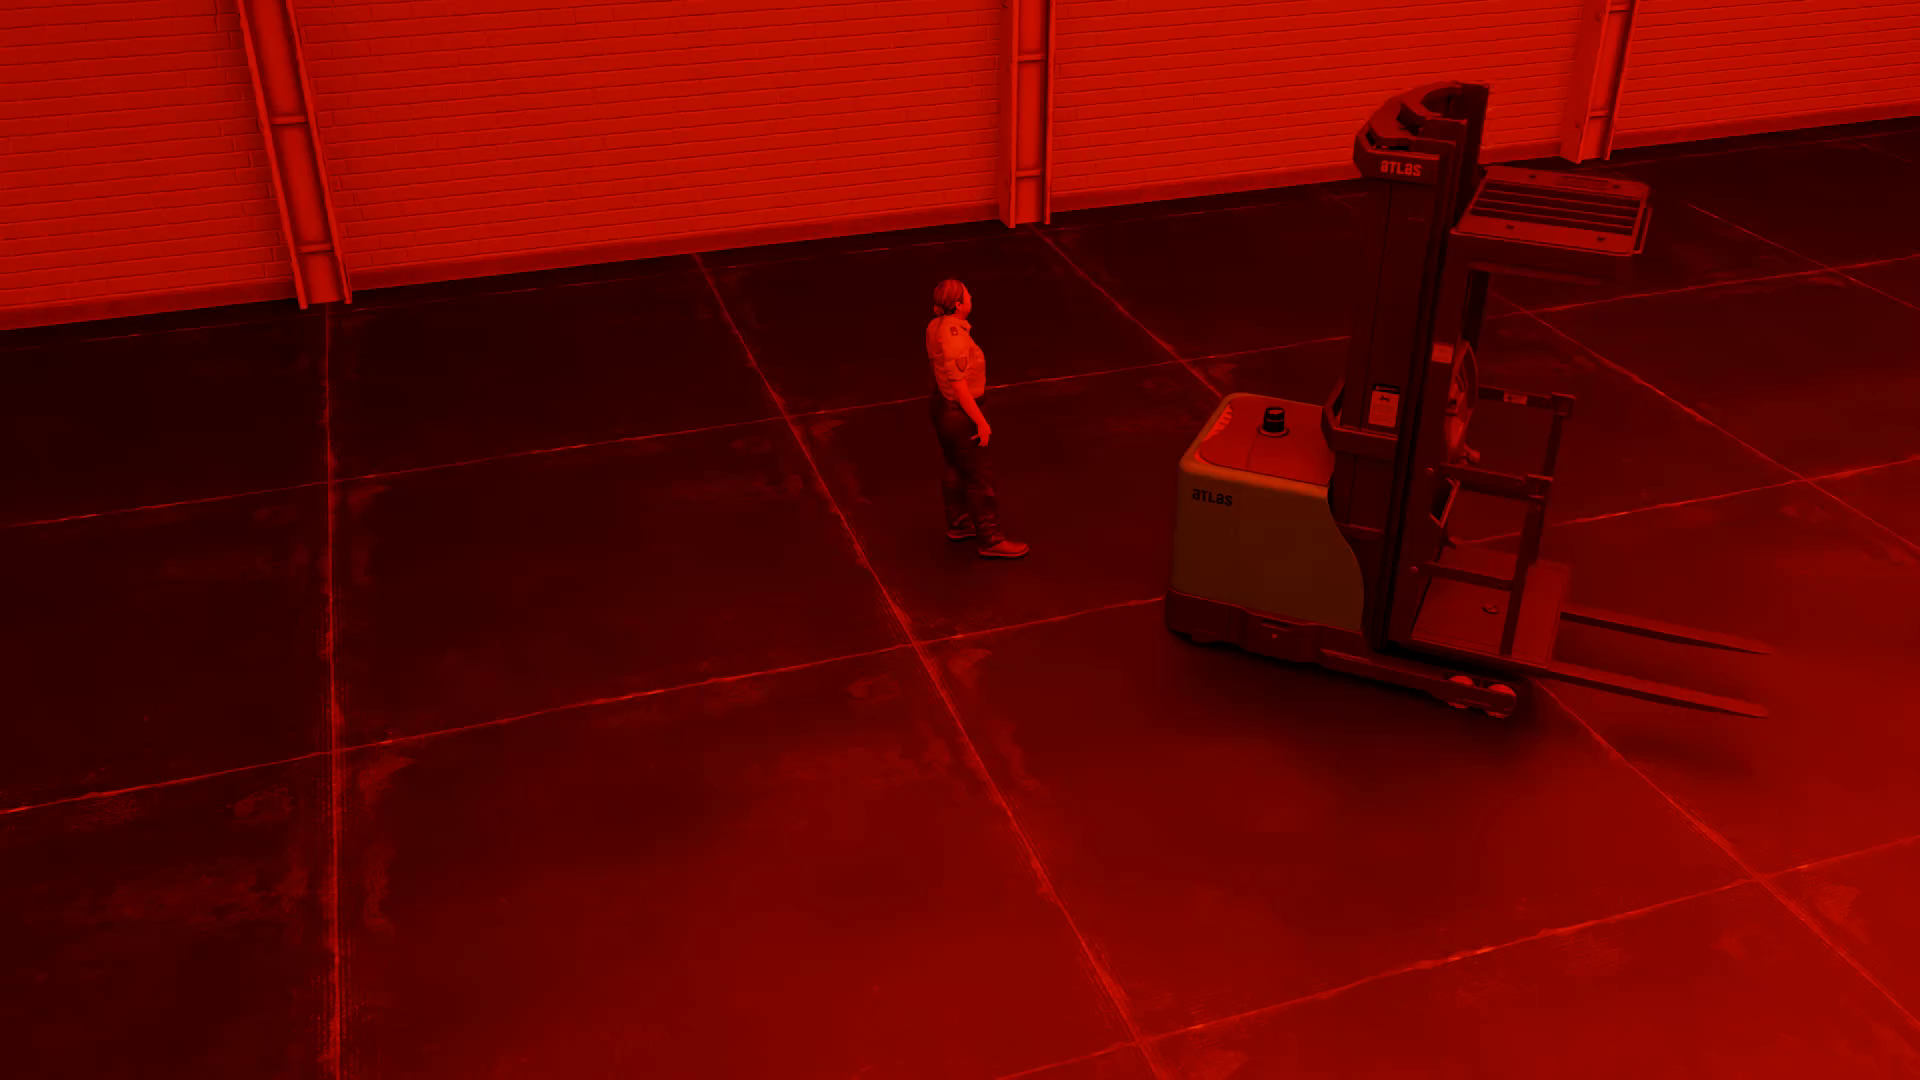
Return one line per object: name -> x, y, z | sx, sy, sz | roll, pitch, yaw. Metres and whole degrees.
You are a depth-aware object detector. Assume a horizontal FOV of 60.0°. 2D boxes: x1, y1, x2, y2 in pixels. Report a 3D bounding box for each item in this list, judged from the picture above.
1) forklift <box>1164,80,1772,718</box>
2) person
forklift -> 2.683, -0.670, 8.251 | 3.031, 2.935, 1.130 | 12, 32, 20
person -> 0.093, -0.723, 9.618 | 0.502, 1.651, 0.598 | -10, 31, -16
